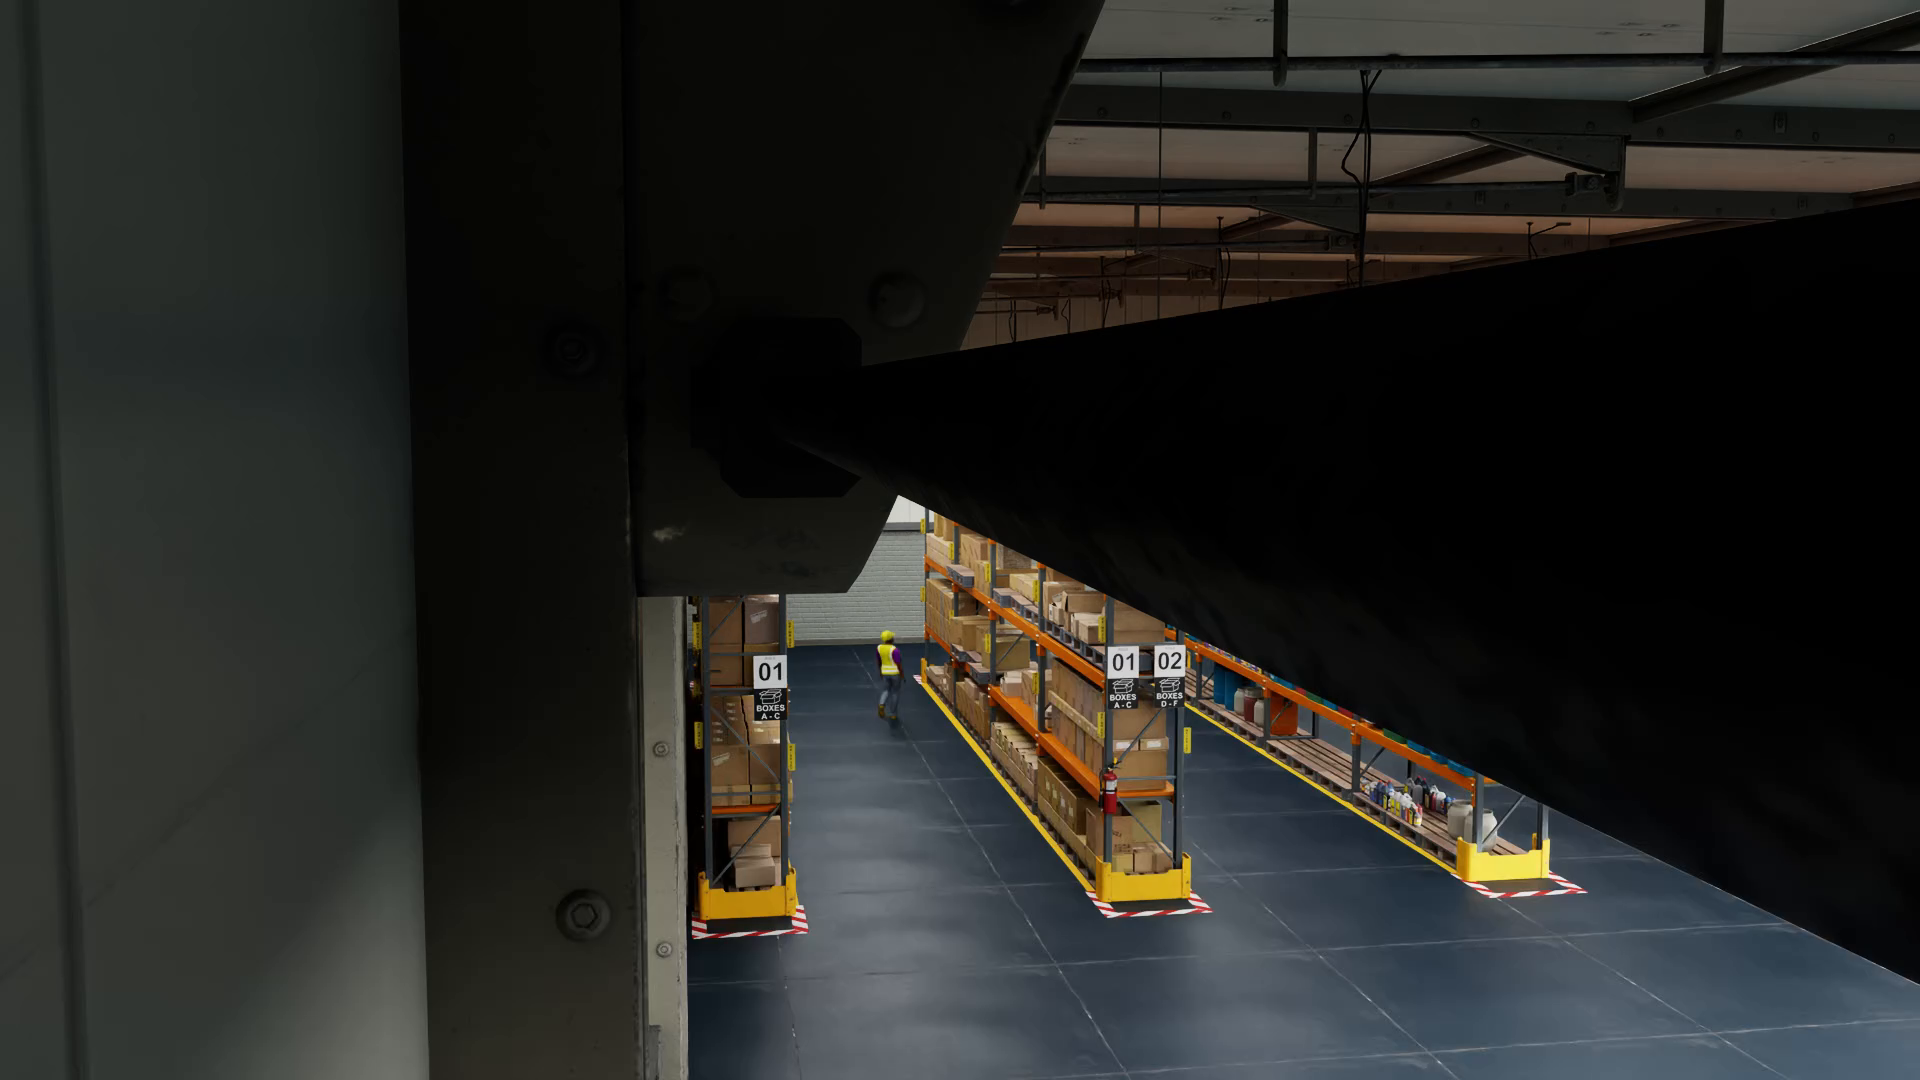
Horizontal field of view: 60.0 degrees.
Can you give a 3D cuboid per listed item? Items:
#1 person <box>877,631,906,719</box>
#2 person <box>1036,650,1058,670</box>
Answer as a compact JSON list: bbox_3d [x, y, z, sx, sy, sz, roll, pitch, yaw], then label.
[{"bbox_3d":[-1.352,2.612,32.245,0.590,1.742,0.602,2,6,26],"label":"person"},{"bbox_3d":[1.893,2.464,35.131,0.724,1.578,0.503,4,6,38],"label":"person"}]
